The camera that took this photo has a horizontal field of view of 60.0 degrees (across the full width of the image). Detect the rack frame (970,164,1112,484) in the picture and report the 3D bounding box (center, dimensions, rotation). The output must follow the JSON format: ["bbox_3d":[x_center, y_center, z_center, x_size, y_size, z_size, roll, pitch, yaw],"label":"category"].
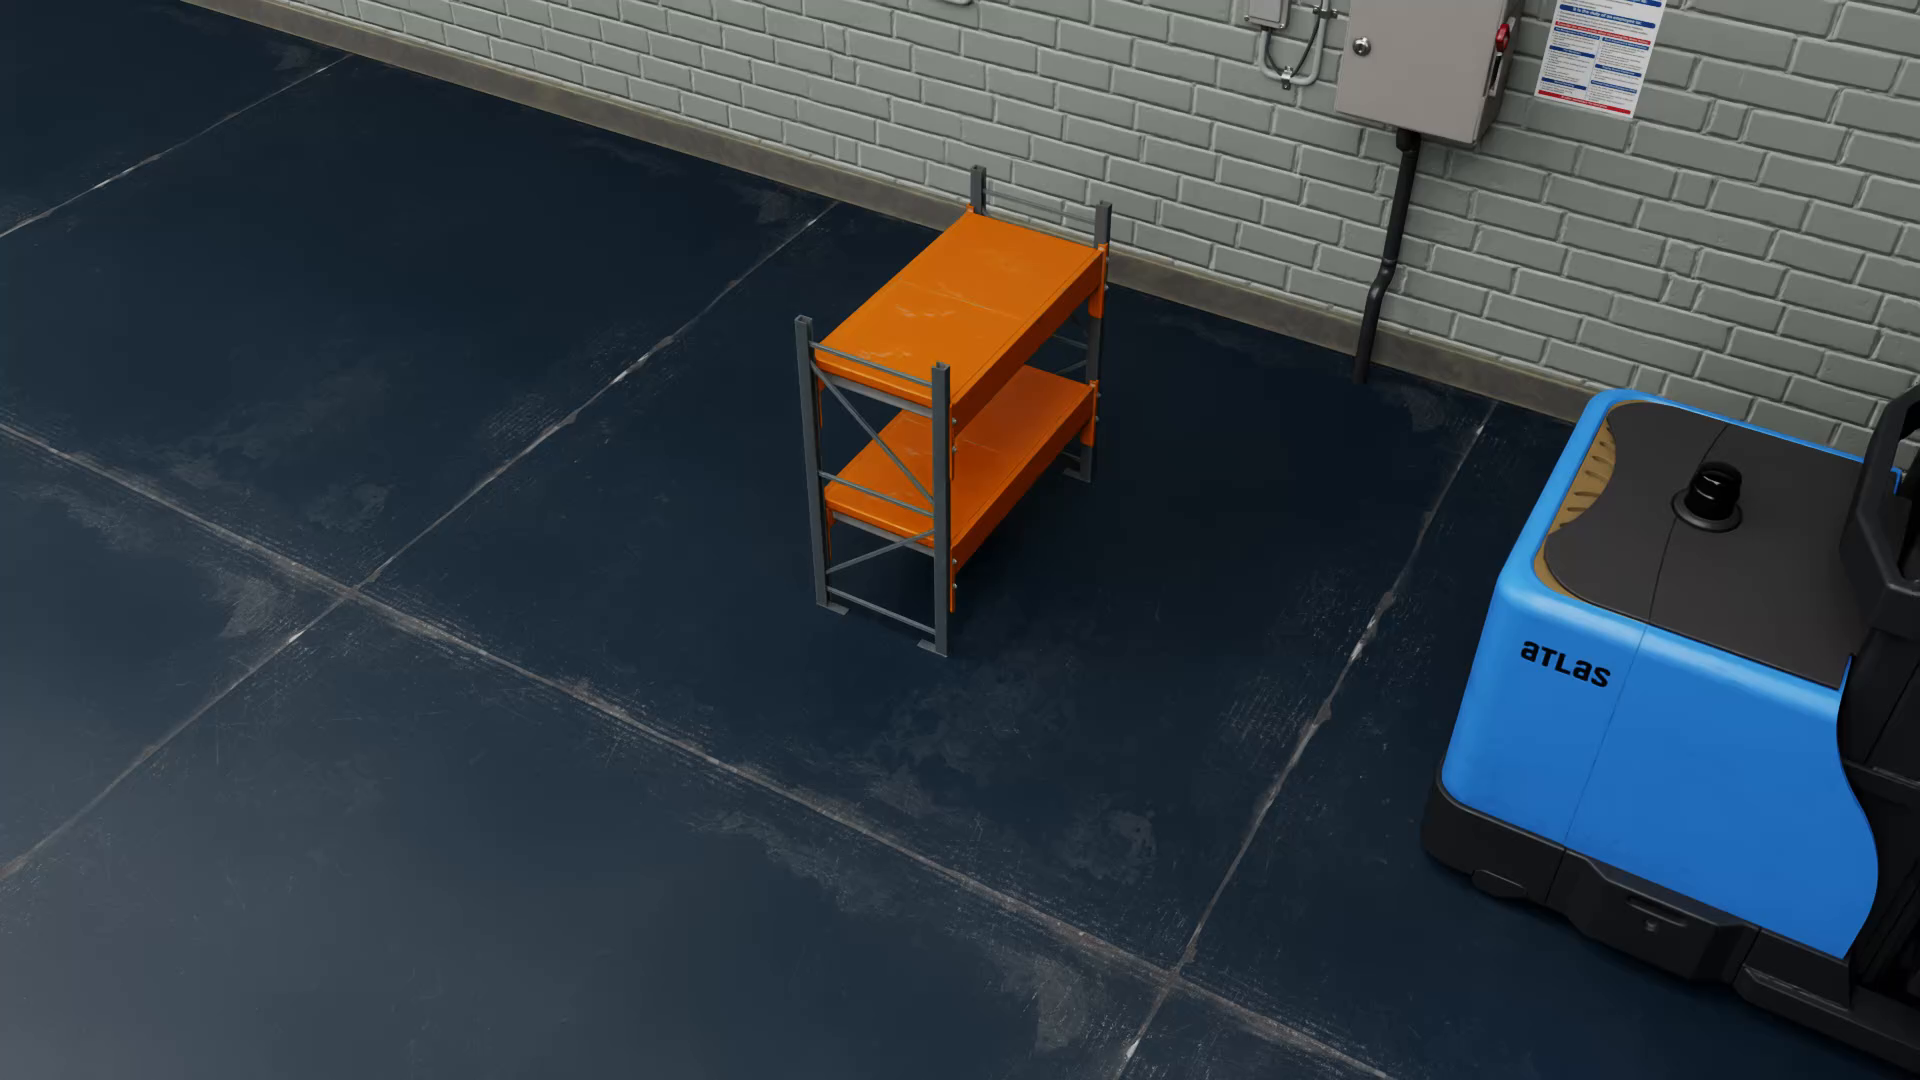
[{"bbox_3d":[0.258,-0.717,5.713,0.500,1.125,0.032,21,45,22],"label":"rack frame"}]

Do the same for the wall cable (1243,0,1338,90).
[{"bbox_3d":[1.044,-2.414,5.453,0.588,1.984,0.122,21,45,22],"label":"wall cable"}]

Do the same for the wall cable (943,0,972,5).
[{"bbox_3d":[-0.190,-2.889,5.968,0.585,1.953,0.123,21,45,22],"label":"wall cable"}]

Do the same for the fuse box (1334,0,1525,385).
[{"bbox_3d":[1.555,-1.234,5.856,0.539,1.711,0.414,21,45,22],"label":"fuse box"}]

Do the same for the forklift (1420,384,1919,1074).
[{"bbox_3d":[2.829,0.032,3.496,3.031,2.935,1.130,21,46,23],"label":"forklift"}]

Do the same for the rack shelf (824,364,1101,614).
[{"bbox_3d":[0.003,-0.243,5.544,0.538,0.278,1.000,21,45,22],"label":"rack shelf"}]

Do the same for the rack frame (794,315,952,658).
[{"bbox_3d":[-0.251,-0.135,5.052,0.500,1.125,0.032,21,45,22],"label":"rack frame"}]

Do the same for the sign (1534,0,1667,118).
[{"bbox_3d":[2.087,-1.637,5.411,0.329,0.494,0.001,21,45,22],"label":"sign"}]

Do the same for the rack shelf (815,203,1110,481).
[{"bbox_3d":[0.003,-0.646,5.189,0.538,0.278,1.000,21,45,22],"label":"rack shelf"}]

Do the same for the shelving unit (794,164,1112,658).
[{"bbox_3d":[0.003,-0.426,5.383,0.538,1.125,1.048,21,45,22],"label":"shelving unit"}]
